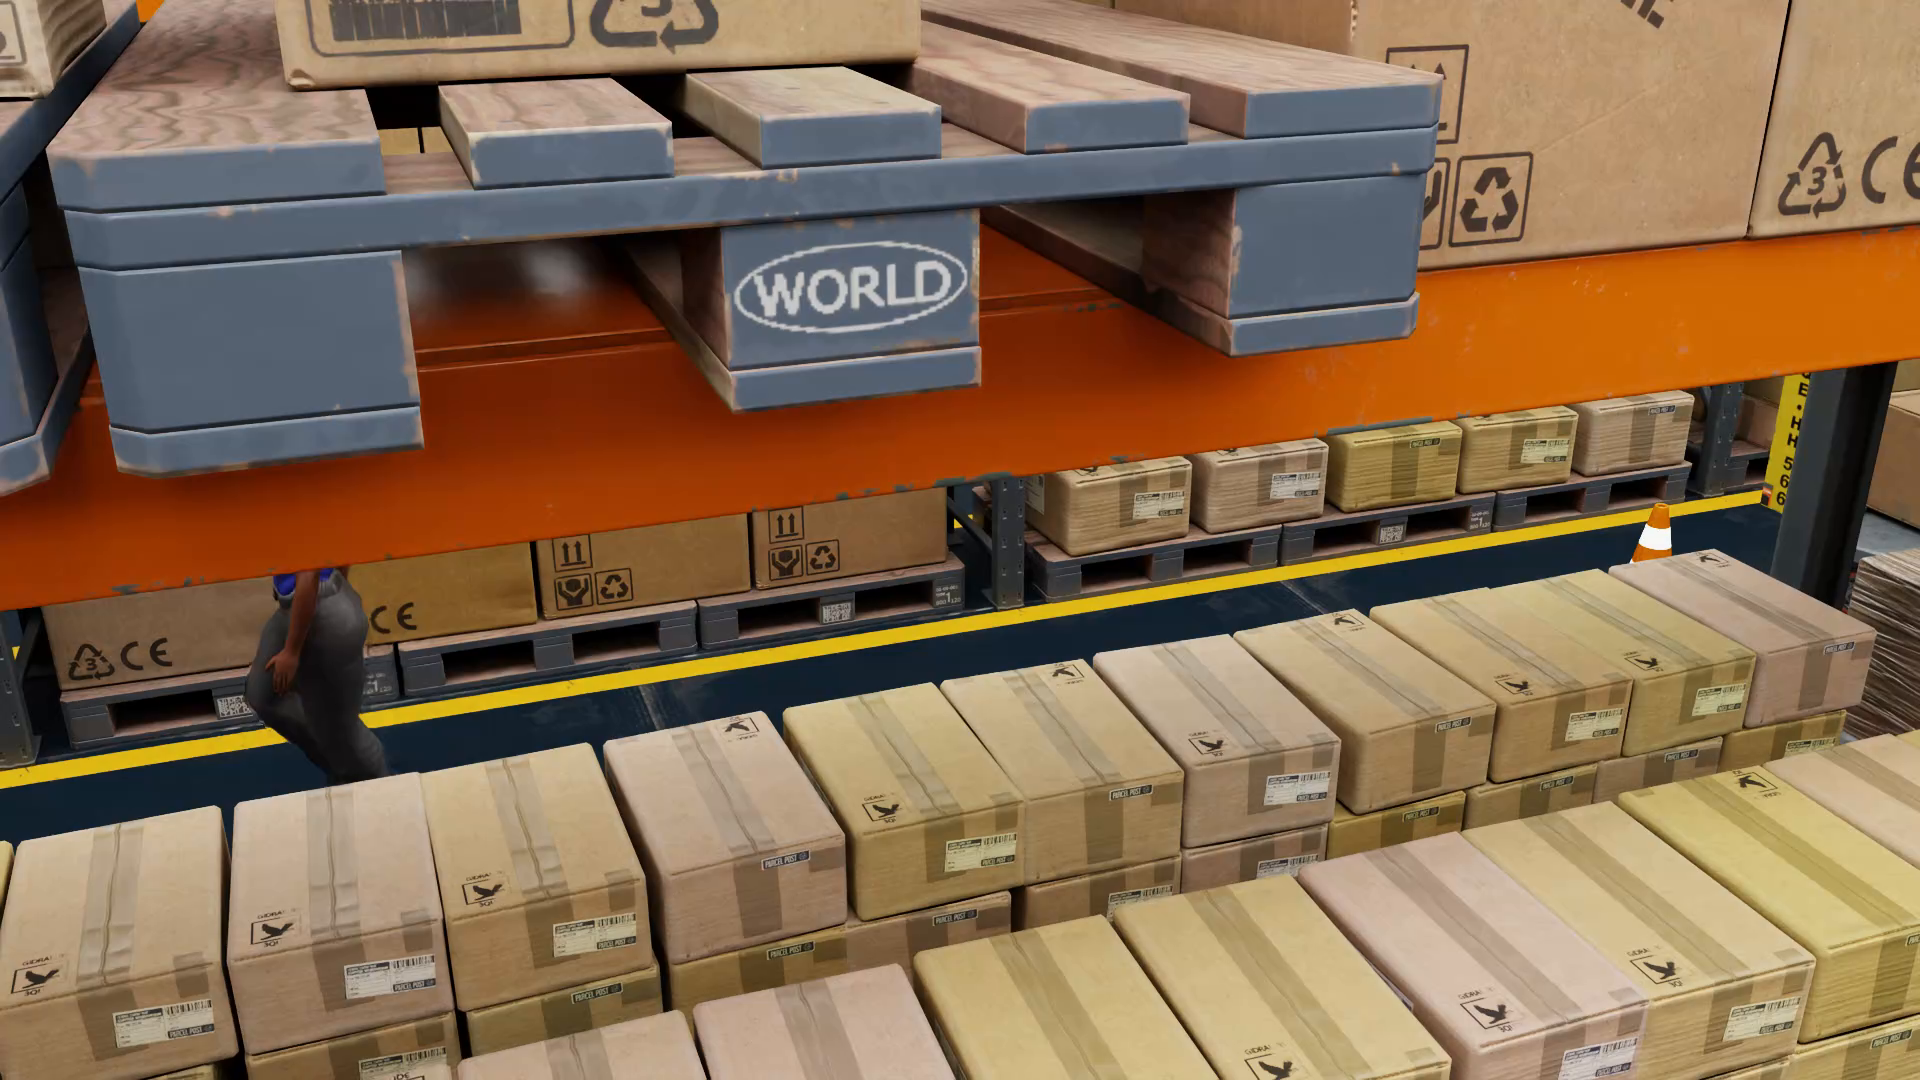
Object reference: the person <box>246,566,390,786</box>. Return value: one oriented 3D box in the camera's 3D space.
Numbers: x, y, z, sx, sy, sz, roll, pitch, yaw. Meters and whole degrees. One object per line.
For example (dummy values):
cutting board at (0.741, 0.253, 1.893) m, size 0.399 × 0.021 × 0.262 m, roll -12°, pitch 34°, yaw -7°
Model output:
person at (-2.125, 0.288, 5.385) m, size 0.443 × 1.679 × 0.455 m, roll -9°, pitch 24°, yaw -20°
